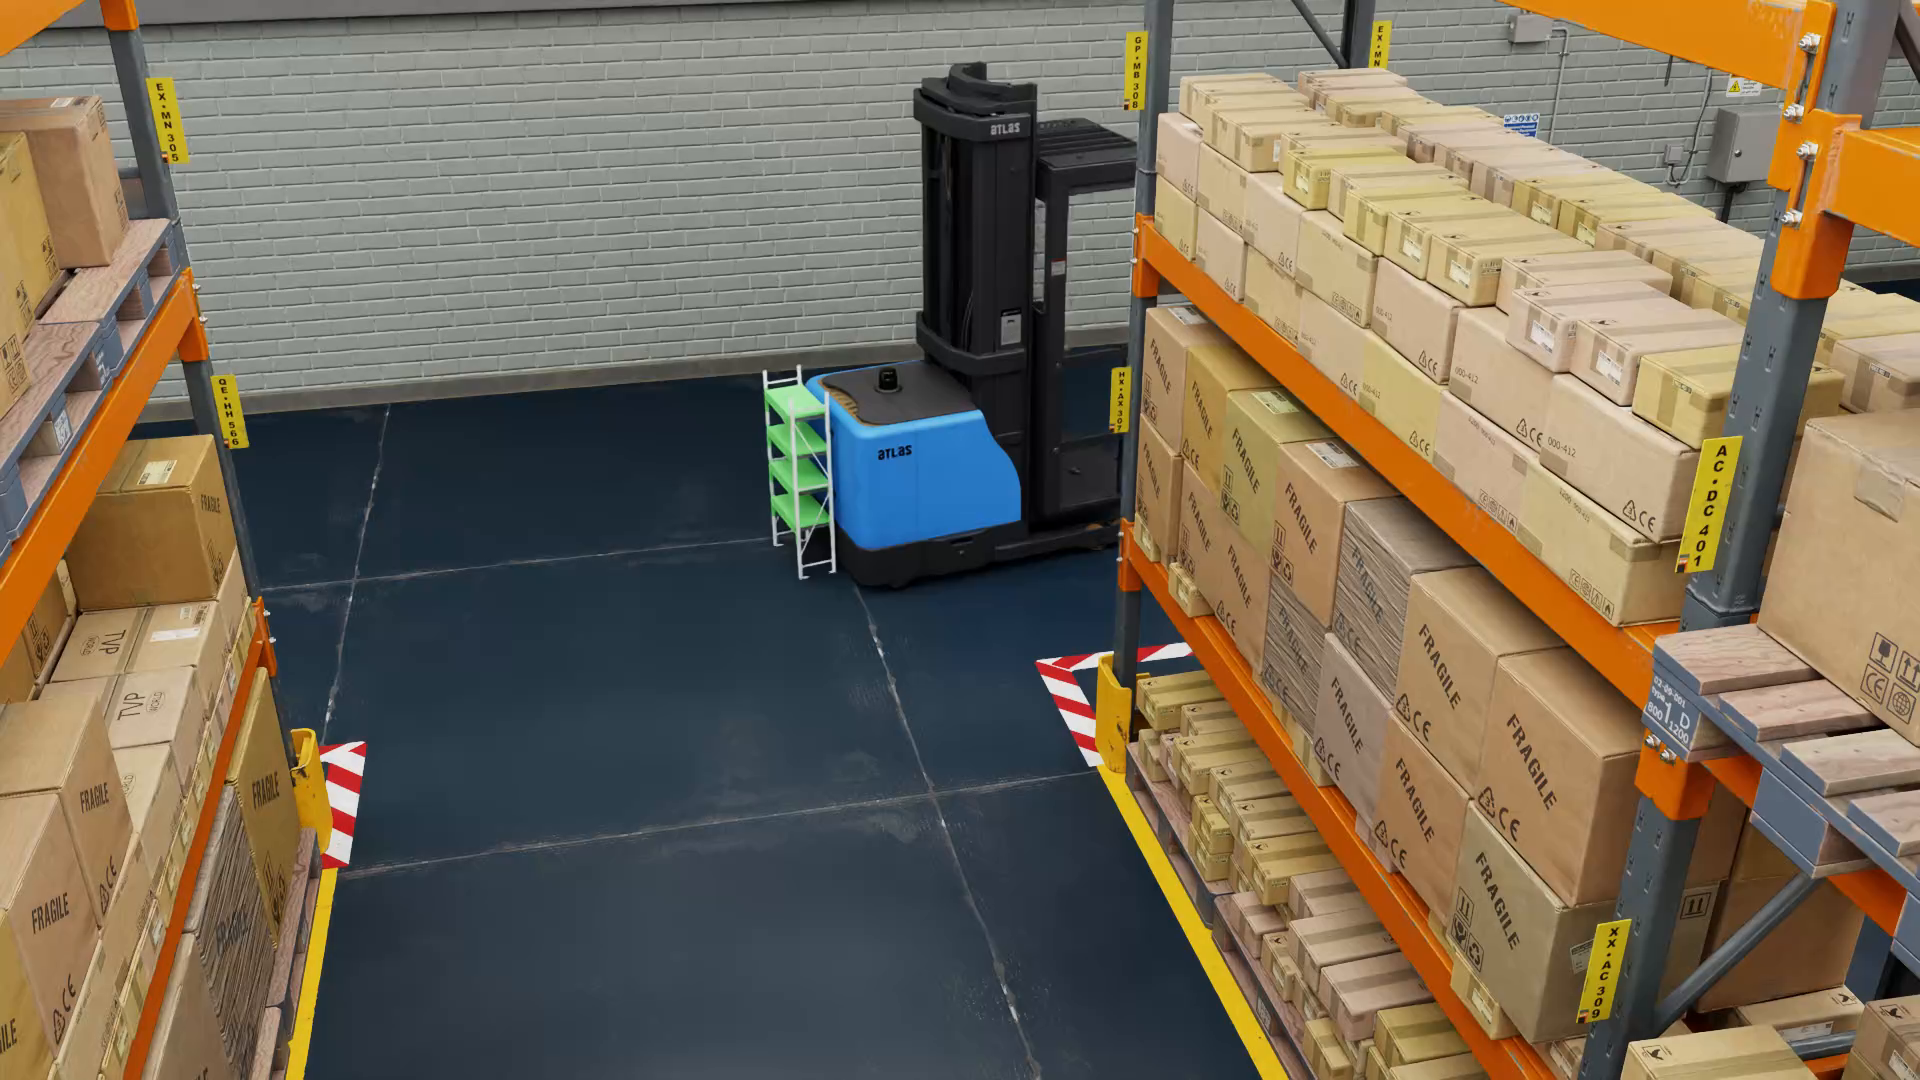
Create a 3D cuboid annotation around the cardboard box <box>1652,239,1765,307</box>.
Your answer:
[{"bbox_3d":[2.196,-0.735,4.718,0.380,0.149,0.250,-7,28,-13],"label":"cardboard box"}]

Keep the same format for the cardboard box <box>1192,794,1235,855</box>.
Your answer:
[{"bbox_3d":[1.247,1.237,7.339,0.380,0.149,0.250,-5,27,-10],"label":"cardboard box"}]

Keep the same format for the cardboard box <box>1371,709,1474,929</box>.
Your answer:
[{"bbox_3d":[1.680,0.847,5.302,0.500,0.500,0.500,-7,28,-13],"label":"cardboard box"}]

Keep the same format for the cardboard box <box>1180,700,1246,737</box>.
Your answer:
[{"bbox_3d":[1.245,0.873,7.729,0.380,0.149,0.250,-5,27,-11],"label":"cardboard box"}]

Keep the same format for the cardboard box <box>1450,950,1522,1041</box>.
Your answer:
[{"bbox_3d":[1.724,1.345,5.036,0.380,0.149,0.250,-7,28,-13],"label":"cardboard box"}]

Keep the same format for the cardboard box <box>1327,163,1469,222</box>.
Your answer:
[{"bbox_3d":[1.451,-1.143,5.526,0.380,0.149,0.250,-5,27,-10],"label":"cardboard box"}]

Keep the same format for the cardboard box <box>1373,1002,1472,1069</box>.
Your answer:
[{"bbox_3d":[1.705,1.788,5.917,0.380,0.149,0.250,-5,27,-10],"label":"cardboard box"}]

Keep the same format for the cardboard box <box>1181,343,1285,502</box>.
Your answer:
[{"bbox_3d":[1.241,-0.499,6.858,0.500,0.500,0.500,-5,27,-10],"label":"cardboard box"}]

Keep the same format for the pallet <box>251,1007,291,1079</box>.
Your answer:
[{"bbox_3d":[-3.048,2.262,6.034,1.003,0.211,1.213,-6,27,-12],"label":"pallet"}]

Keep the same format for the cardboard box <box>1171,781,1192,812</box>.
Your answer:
[{"bbox_3d":[1.224,1.134,7.871,0.380,0.149,0.250,-6,27,-12],"label":"cardboard box"}]

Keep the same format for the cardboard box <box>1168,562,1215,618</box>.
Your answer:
[{"bbox_3d":[1.139,0.199,7.306,0.380,0.149,0.250,-7,28,-13],"label":"cardboard box"}]

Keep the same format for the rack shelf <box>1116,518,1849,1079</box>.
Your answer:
[{"bbox_3d":[1.730,0.879,6.477,1.077,0.370,4.000,-6,27,-12],"label":"rack shelf"}]

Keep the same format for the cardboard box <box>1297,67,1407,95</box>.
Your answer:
[{"bbox_3d":[1.640,-1.877,6.980,0.380,0.149,0.250,-6,27,-12],"label":"cardboard box"}]

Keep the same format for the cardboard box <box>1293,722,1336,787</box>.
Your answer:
[{"bbox_3d":[1.465,0.768,6.179,0.380,0.149,0.250,-5,27,-11],"label":"cardboard box"}]

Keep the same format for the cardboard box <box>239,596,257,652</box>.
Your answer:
[{"bbox_3d":[-3.175,0.374,6.958,0.380,0.149,0.250,-5,27,-11],"label":"cardboard box"}]

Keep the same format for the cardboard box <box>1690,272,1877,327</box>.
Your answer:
[{"bbox_3d":[2.210,-0.617,4.483,0.380,0.149,0.250,-6,27,-12],"label":"cardboard box"}]

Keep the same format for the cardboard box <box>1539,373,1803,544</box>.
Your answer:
[{"bbox_3d":[1.829,-0.236,4.171,0.500,0.250,0.500,-7,28,-14],"label":"cardboard box"}]

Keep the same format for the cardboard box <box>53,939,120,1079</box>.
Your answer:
[{"bbox_3d":[-2.633,1.378,4.527,0.500,0.250,0.500,-6,27,-12],"label":"cardboard box"}]

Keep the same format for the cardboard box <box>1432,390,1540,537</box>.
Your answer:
[{"bbox_3d":[1.705,-0.244,4.743,0.500,0.250,0.500,-6,27,-12],"label":"cardboard box"}]

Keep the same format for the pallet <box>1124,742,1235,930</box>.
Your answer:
[{"bbox_3d":[1.445,1.319,7.903,1.003,0.211,1.213,-6,27,-12],"label":"pallet"}]

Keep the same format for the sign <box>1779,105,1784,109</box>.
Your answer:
[{"bbox_3d":[7.299,-3.588,14.635,0.329,0.494,0.001,-6,27,-12],"label":"sign"}]

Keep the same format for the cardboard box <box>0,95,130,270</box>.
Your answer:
[{"bbox_3d":[-3.407,-1.254,5.888,0.700,0.500,0.500,-8,28,-15],"label":"cardboard box"}]

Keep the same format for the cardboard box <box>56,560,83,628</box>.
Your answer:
[{"bbox_3d":[-3.731,0.312,6.640,0.500,0.250,0.500,-7,28,-13],"label":"cardboard box"}]

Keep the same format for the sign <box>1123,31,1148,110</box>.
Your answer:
[{"bbox_3d":[0.750,-1.994,7.073,0.100,0.325,0.005,-6,27,-12],"label":"sign"}]

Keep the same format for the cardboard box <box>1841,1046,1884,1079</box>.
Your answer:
[{"bbox_3d":[2.462,1.383,4.164,0.380,0.149,0.250,-5,27,-10],"label":"cardboard box"}]

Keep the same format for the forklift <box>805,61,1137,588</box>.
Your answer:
[{"bbox_3d":[0.580,-1.447,10.364,3.031,2.935,1.130,-11,29,-22],"label":"forklift"}]

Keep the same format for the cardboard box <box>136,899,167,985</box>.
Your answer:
[{"bbox_3d":[-2.710,1.275,5.174,0.380,0.149,0.250,-6,27,-11],"label":"cardboard box"}]

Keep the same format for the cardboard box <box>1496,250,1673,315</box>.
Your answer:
[{"bbox_3d":[1.734,-0.692,4.632,0.380,0.149,0.250,-5,27,-10],"label":"cardboard box"}]

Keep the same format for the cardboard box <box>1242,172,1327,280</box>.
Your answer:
[{"bbox_3d":[1.345,-1.144,5.970,0.500,0.250,0.500,-6,27,-11],"label":"cardboard box"}]

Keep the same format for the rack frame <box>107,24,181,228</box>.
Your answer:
[{"bbox_3d":[-3.576,-2.539,5.793,1.000,3.000,0.127,-6,27,-12],"label":"rack frame"}]

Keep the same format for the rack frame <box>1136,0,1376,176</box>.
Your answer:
[{"bbox_3d":[1.279,-2.998,6.703,1.000,3.000,0.127,-6,27,-12],"label":"rack frame"}]

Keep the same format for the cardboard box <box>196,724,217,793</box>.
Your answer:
[{"bbox_3d":[-2.944,0.823,6.070,0.380,0.149,0.250,-7,28,-13],"label":"cardboard box"}]

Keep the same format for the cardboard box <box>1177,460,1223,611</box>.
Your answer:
[{"bbox_3d":[1.256,-0.040,7.059,0.500,0.500,0.500,-6,27,-11],"label":"cardboard box"}]

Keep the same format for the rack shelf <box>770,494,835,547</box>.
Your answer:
[{"bbox_3d":[-0.985,-0.145,10.378,0.258,0.148,0.480,-12,29,-21],"label":"rack shelf"}]

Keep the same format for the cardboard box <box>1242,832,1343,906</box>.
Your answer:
[{"bbox_3d":[1.382,1.340,6.804,0.380,0.149,0.250,-6,27,-11],"label":"cardboard box"}]

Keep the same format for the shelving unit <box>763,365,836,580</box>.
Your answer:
[{"bbox_3d":[-0.987,-0.416,10.241,0.258,1.200,0.503,-12,29,-21],"label":"shelving unit"}]

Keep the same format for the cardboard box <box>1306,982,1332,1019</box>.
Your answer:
[{"bbox_3d":[1.571,1.700,6.421,0.380,0.149,0.250,-7,28,-14],"label":"cardboard box"}]

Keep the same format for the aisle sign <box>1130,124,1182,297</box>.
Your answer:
[{"bbox_3d":[0.970,-1.482,7.472,0.394,0.787,0.004,-6,27,-12],"label":"aisle sign"}]

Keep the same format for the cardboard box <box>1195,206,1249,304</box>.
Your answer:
[{"bbox_3d":[1.245,-1.137,6.512,0.500,0.250,0.500,-5,27,-10],"label":"cardboard box"}]

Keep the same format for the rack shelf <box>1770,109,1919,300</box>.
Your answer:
[{"bbox_3d":[2.631,0.136,1.737,1.077,0.370,4.000,-6,27,-12],"label":"rack shelf"}]

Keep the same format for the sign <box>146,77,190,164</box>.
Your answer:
[{"bbox_3d":[-3.045,-1.609,6.384,0.100,0.325,0.005,-6,27,-12],"label":"sign"}]

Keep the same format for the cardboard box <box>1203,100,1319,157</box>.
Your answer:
[{"bbox_3d":[1.160,-1.588,6.407,0.380,0.149,0.250,-6,27,-12],"label":"cardboard box"}]

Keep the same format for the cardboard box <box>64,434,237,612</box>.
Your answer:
[{"bbox_3d":[-3.211,-0.074,6.572,0.500,0.500,0.500,-6,27,-11],"label":"cardboard box"}]

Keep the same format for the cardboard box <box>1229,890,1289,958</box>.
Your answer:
[{"bbox_3d":[1.359,1.587,6.975,0.380,0.149,0.250,-7,28,-14],"label":"cardboard box"}]

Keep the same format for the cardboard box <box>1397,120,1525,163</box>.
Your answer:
[{"bbox_3d":[1.822,-1.424,6.082,0.380,0.149,0.250,-7,28,-13],"label":"cardboard box"}]

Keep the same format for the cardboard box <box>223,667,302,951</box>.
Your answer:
[{"bbox_3d":[-3.354,1.173,6.988,0.875,0.875,0.875,-6,27,-12],"label":"cardboard box"}]

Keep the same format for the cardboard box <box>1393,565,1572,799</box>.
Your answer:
[{"bbox_3d":[1.689,0.407,5.064,0.500,0.500,0.500,-7,28,-13],"label":"cardboard box"}]

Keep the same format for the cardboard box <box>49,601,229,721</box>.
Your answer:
[{"bbox_3d":[-3.095,0.482,6.302,0.500,0.250,0.500,-6,27,-12],"label":"cardboard box"}]
